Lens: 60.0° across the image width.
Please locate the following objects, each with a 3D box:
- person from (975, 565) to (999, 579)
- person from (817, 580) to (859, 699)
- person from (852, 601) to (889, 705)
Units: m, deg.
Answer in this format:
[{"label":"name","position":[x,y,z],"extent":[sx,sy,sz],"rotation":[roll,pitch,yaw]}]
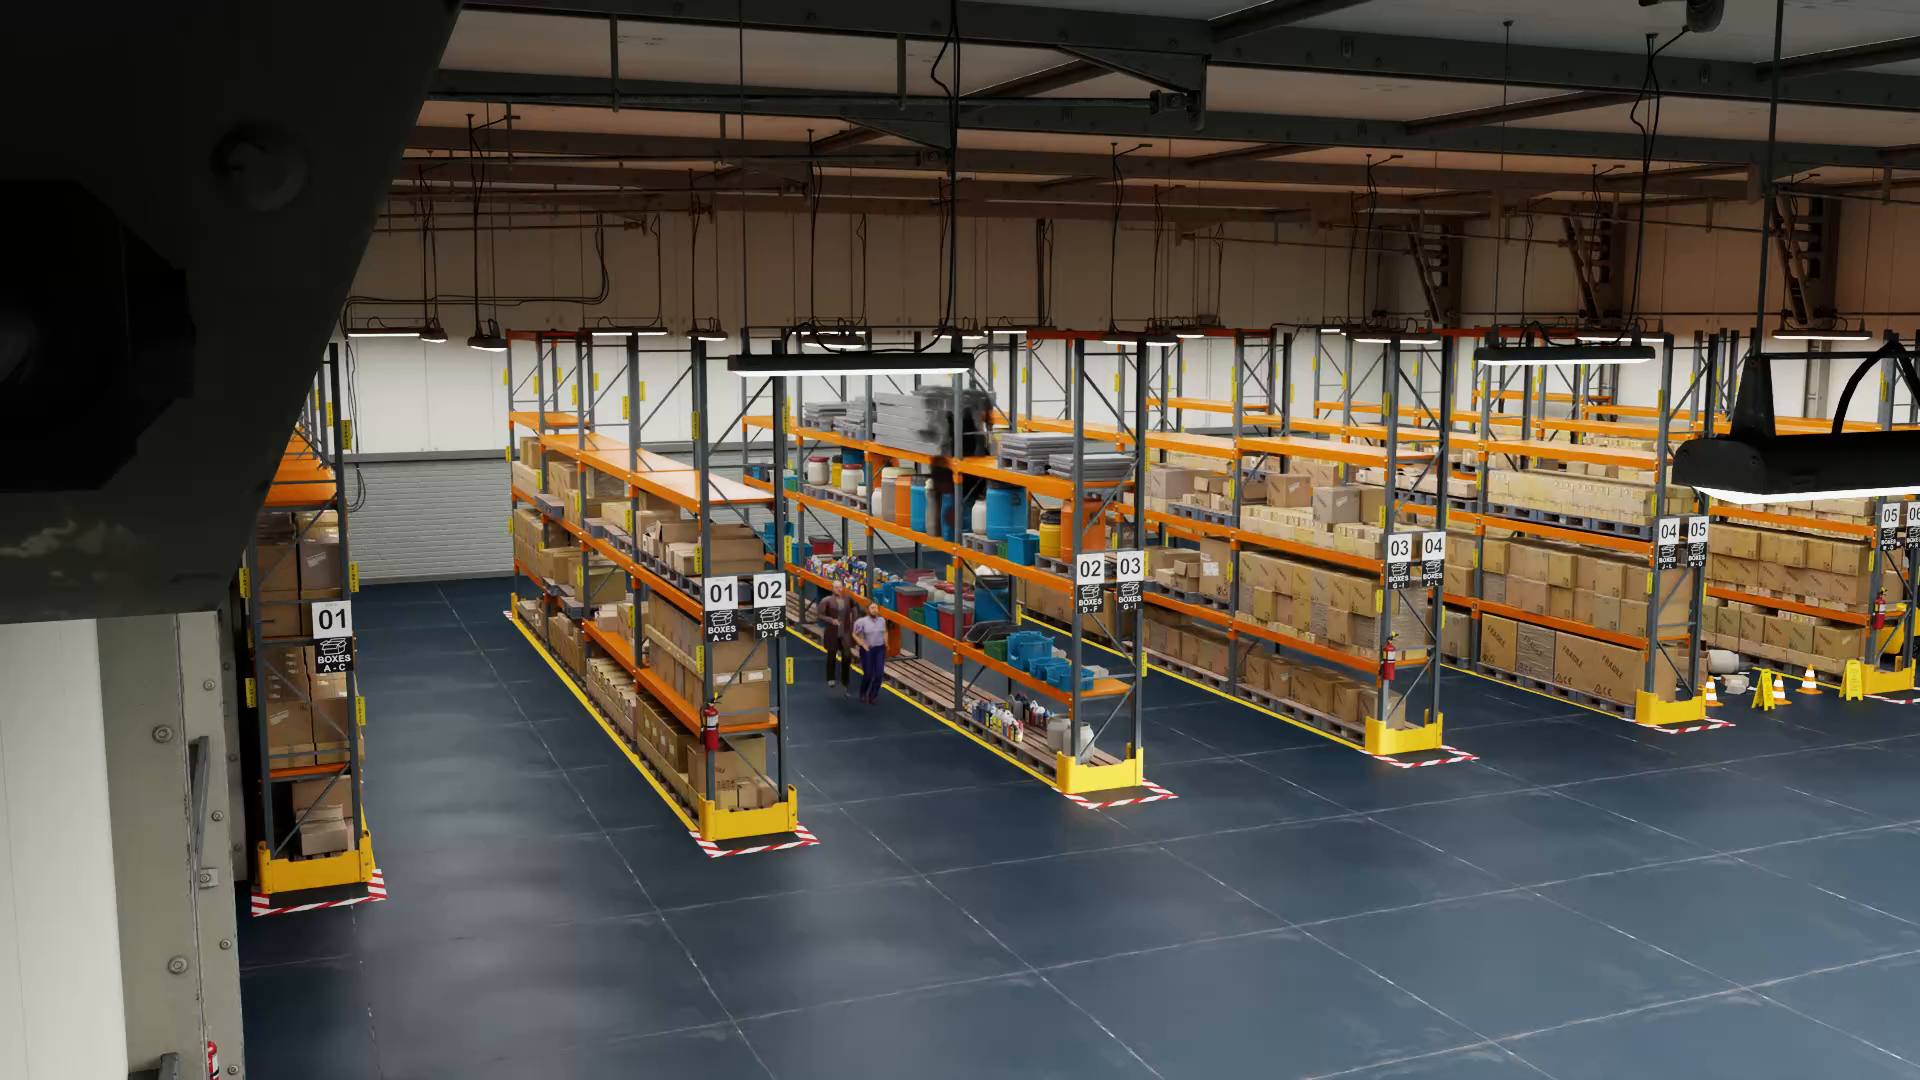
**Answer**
[{"label":"person","position":[0.575,1.144,31.767],"extent":[0.688,1.834,0.784],"rotation":[-5,9,-31]},{"label":"person","position":[-1.930,1.584,26.641],"extent":[0.740,1.911,0.791],"rotation":[-3,8,-20]},{"label":"person","position":[-1.360,1.750,25.783],"extent":[0.596,1.620,0.499],"rotation":[-4,9,-25]}]
